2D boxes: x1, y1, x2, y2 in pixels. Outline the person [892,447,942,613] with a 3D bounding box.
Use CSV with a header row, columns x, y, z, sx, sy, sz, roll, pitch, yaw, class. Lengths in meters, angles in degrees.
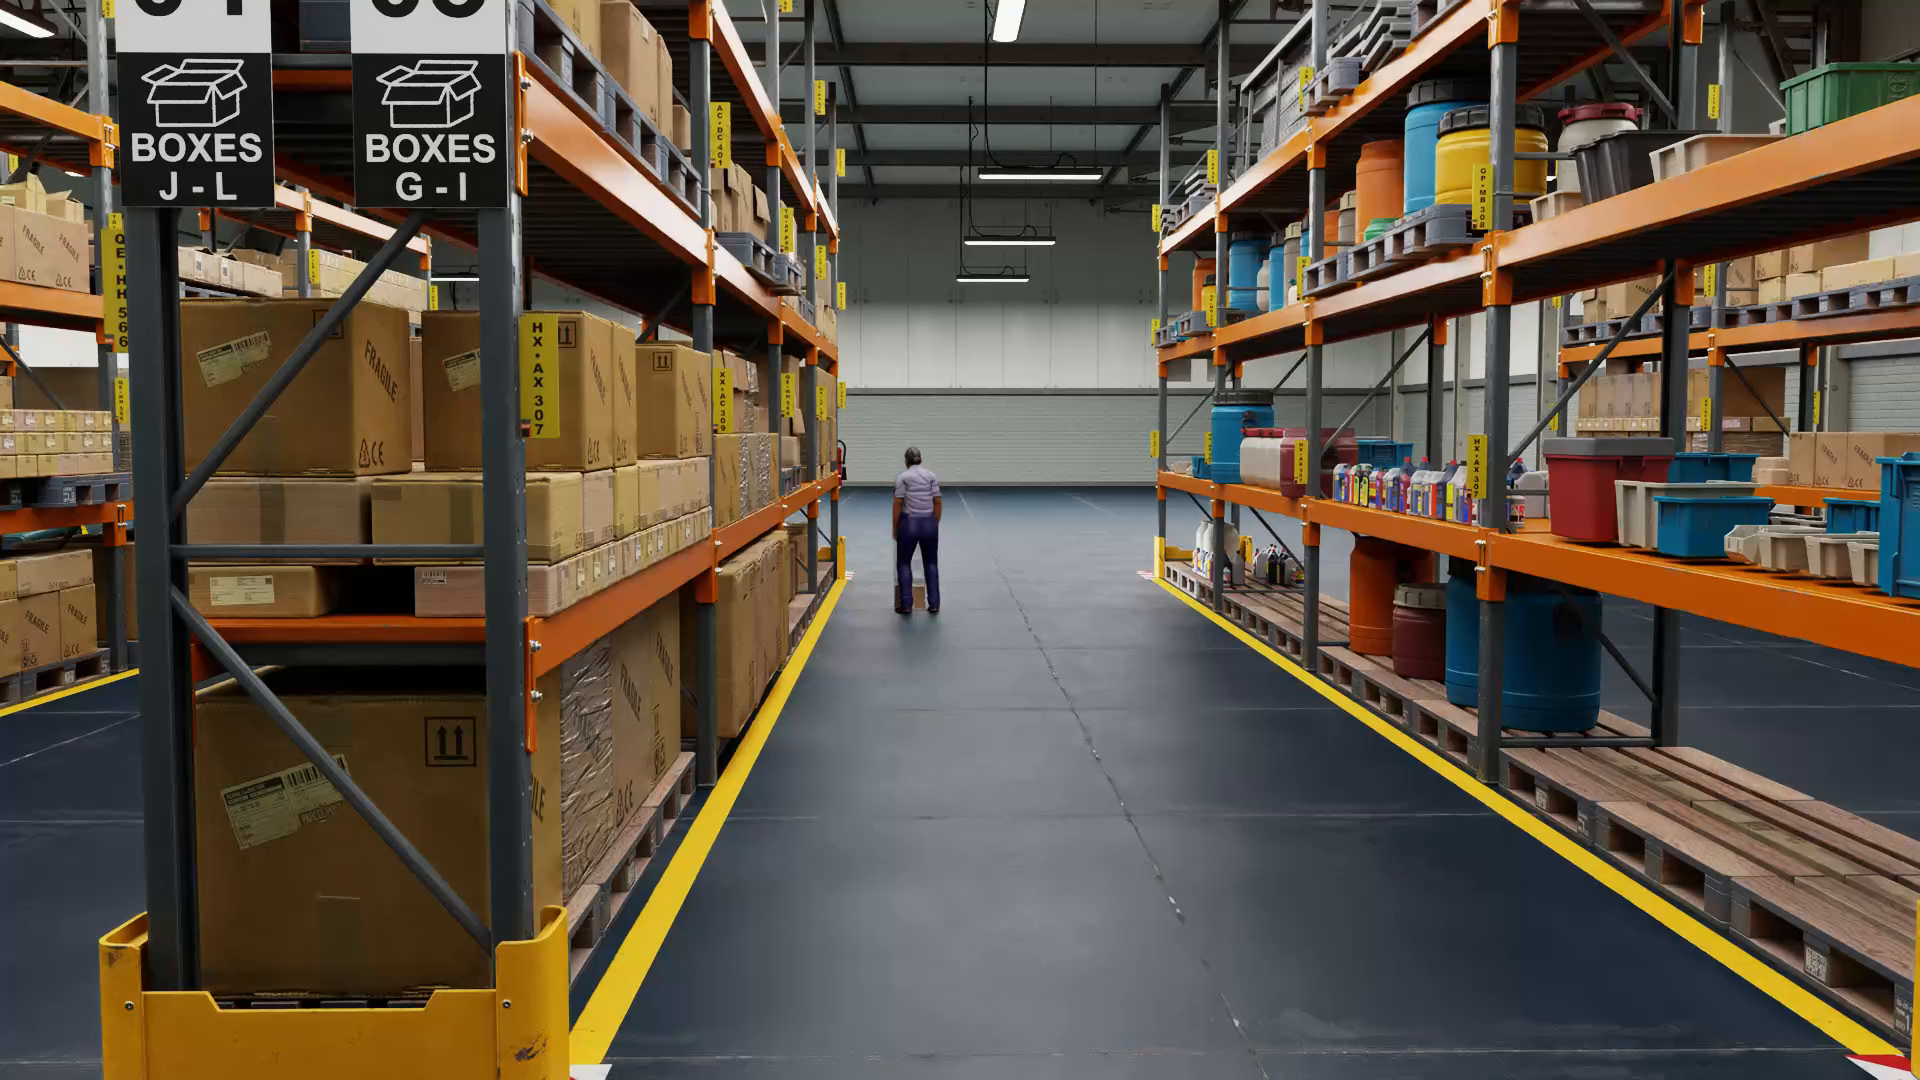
x,y,z,sx,sy,sz,roll,pitch,yaw,class
-0.424,-0.101,16.556,0.539,1.652,0.372,-1,4,-19,person
